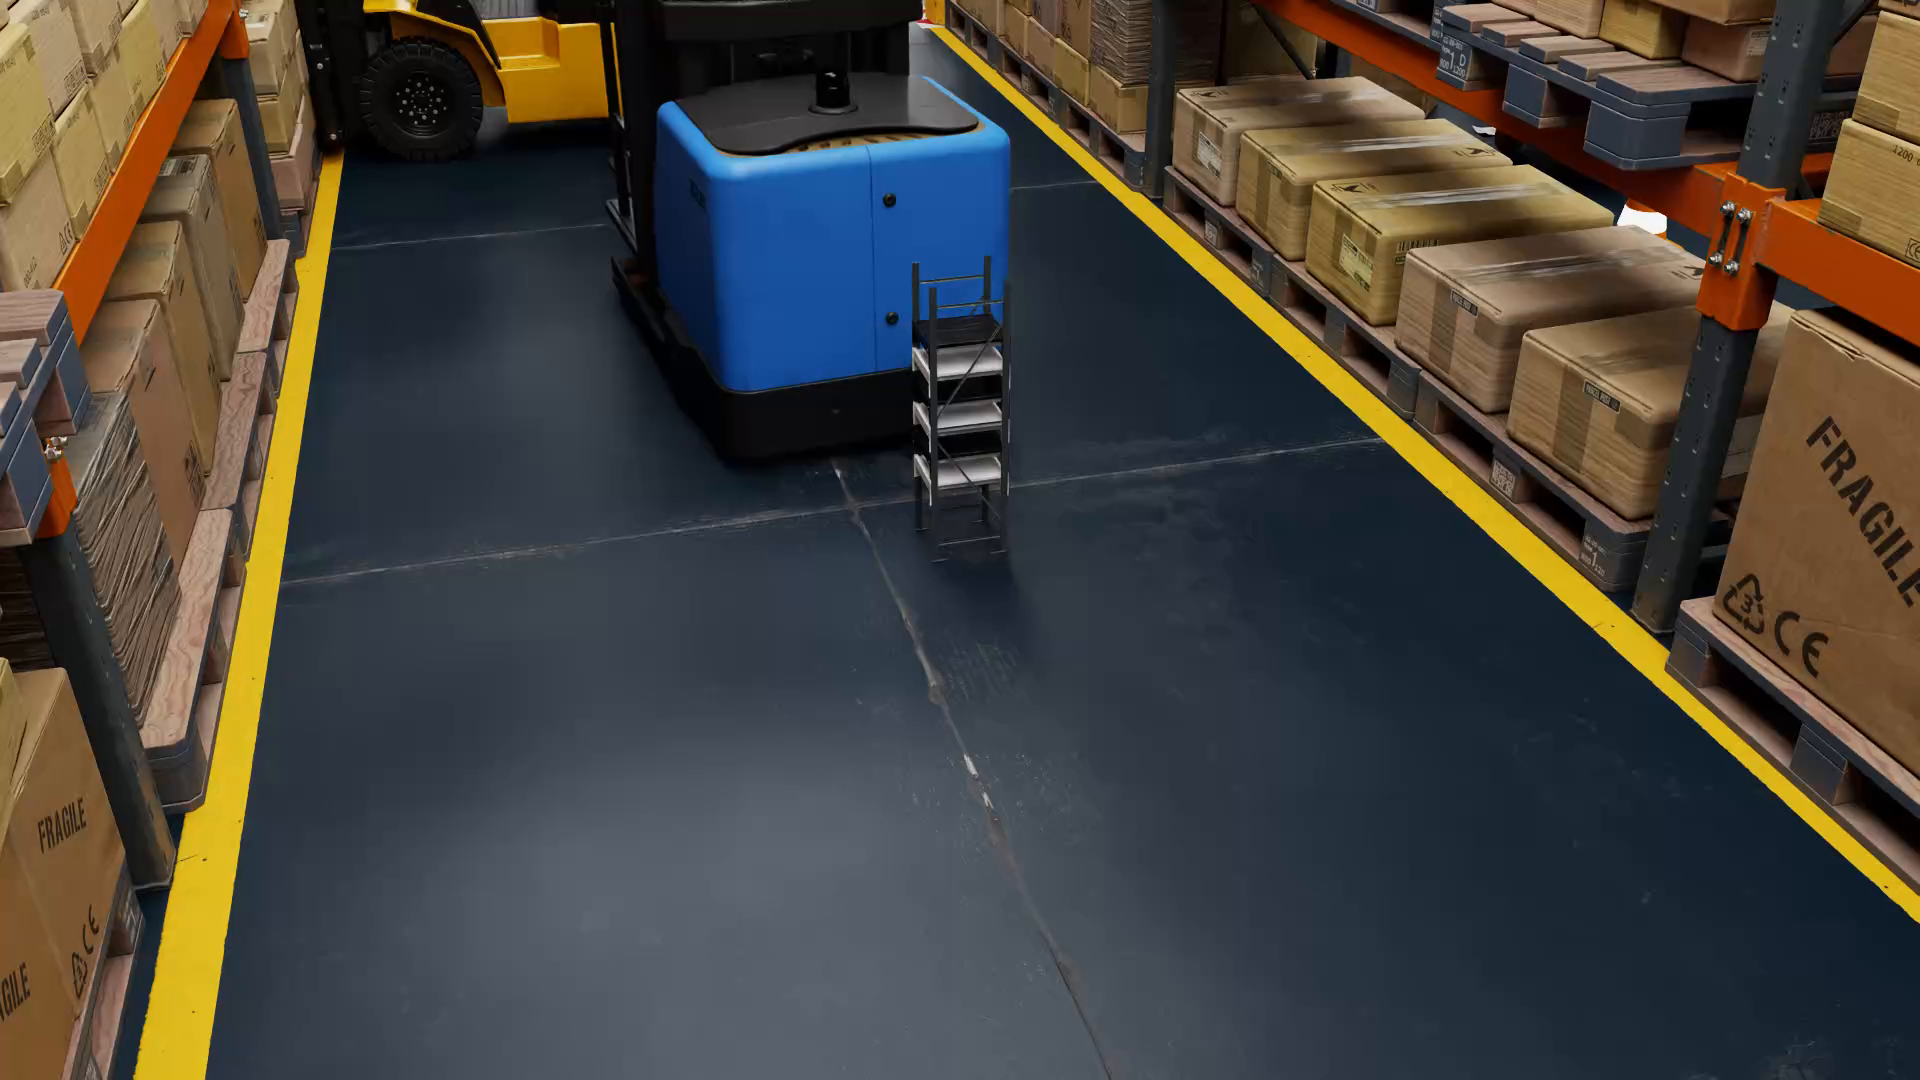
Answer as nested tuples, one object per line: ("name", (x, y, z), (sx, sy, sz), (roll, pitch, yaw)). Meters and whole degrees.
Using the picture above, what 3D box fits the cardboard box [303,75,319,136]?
("cardboard box", (-3.500, -2.144, 8.285), (0.500, 0.250, 0.500), (-7, 31, -12))

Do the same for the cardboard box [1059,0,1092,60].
("cardboard box", (0.843, -2.859, 8.772), (0.500, 0.500, 0.500), (-7, 31, -12))

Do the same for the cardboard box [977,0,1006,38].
("cardboard box", (0.409, -3.297, 10.277), (0.500, 0.250, 0.500), (-7, 31, -11))

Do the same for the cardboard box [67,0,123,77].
("cardboard box", (-2.463, -1.349, 4.236), (0.500, 0.250, 0.500), (-9, 31, -15))

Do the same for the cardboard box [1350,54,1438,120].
("cardboard box", (2.423, -2.665, 9.352), (0.500, 0.500, 0.500), (13, 32, 21))

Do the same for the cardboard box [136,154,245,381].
("cardboard box", (-3.041, -0.913, 5.784), (0.875, 0.625, 0.625), (-8, 31, -14))

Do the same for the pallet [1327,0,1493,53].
("pallet", (1.892, -1.983, 5.872), (1.003, 0.211, 1.213), (-8, 31, -13))

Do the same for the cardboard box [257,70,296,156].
("cardboard box", (-3.220, -1.868, 7.309), (0.500, 0.250, 0.500), (-8, 31, -14))

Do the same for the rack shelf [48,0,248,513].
("rack shelf", (-2.858, -1.108, 4.888), (1.077, 0.370, 4.000), (-8, 31, -13))

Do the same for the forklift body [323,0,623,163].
("forklift body", (-2.189, -3.276, 8.764), (2.313, 2.155, 1.214), (-8, 31, -13))

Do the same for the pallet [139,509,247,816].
("pallet", (-2.508, 0.351, 4.433), (1.003, 0.211, 1.213), (-8, 31, -13))

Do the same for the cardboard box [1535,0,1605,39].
("cardboard box", (1.892, -1.551, 4.766), (0.380, 0.149, 0.250), (-8, 31, -14))

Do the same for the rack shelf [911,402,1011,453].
("rack shelf", (0.002, -0.357, 5.034), (0.258, 0.077, 0.200), (-8, 31, -13))

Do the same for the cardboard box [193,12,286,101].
("cardboard box", (-3.215, -2.085, 7.185), (0.500, 0.250, 0.500), (-8, 31, -14))

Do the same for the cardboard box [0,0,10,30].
("cardboard box", (-2.200, -1.099, 3.407), (0.380, 0.149, 0.250), (-7, 31, -12))

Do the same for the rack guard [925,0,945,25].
("rack guard", (0.354, -3.860, 11.420), (1.175, 0.500, 0.348), (-8, 31, -13))

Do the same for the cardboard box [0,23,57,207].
("cardboard box", (-2.186, -0.855, 3.383), (0.500, 0.250, 0.500), (-8, 31, -13))

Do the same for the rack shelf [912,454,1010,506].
("rack shelf", (0.002, -0.201, 5.125), (0.258, 0.077, 0.200), (-8, 31, -13))

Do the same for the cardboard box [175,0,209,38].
("cardboard box", (-2.864, -1.870, 5.635), (0.500, 0.250, 0.500), (-8, 31, -14))

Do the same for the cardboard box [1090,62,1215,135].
("cardboard box", (0.979, -2.288, 8.535), (0.500, 0.250, 0.500), (-6, 31, -11))

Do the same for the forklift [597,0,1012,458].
("forklift", (-0.823, -2.267, 6.240), (1.130, 2.935, 3.031), (-11, 32, -18))

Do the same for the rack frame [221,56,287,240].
("rack frame", (-3.389, -2.385, 6.376), (1.000, 3.000, 0.127), (-8, 31, -13))

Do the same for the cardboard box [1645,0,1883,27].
("cardboard box", (2.068, -1.651, 4.293), (0.500, 0.500, 0.500), (-9, 31, -15))

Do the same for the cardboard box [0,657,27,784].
("cardboard box", (-1.952, 0.371, 3.043), (0.380, 0.149, 0.250), (-9, 31, -16))

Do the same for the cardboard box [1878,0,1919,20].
("cardboard box", (2.352, -1.320, 3.439), (0.500, 0.500, 0.500), (-9, 31, -15))

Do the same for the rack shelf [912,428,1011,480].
("rack shelf", (0.002, -0.279, 5.080), (0.258, 0.077, 0.200), (-8, 31, -13))

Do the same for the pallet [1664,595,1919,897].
("pallet", (2.594, 0.483, 4.205), (1.003, 0.211, 1.213), (-8, 31, -13))

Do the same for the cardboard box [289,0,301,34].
("cardboard box", (-3.484, -2.572, 8.027), (0.500, 0.250, 0.500), (-7, 31, -12))

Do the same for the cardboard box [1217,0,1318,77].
("cardboard box", (1.499, -2.684, 8.470), (0.500, 0.500, 0.500), (-6, 31, -11))

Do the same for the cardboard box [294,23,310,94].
("cardboard box", (-3.478, -2.355, 8.151), (0.500, 0.250, 0.500), (-8, 31, -14))

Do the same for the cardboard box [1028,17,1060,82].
("cardboard box", (0.698, -2.790, 9.402), (0.500, 0.250, 0.500), (-7, 31, -13))

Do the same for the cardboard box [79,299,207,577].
("cardboard box", (-2.661, -0.225, 4.595), (0.875, 0.625, 0.625), (-7, 31, -12))

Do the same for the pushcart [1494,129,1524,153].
("pushcart", (3.580, -2.239, 8.742), (1.648, 0.377, 0.936), (-20, 35, -30))

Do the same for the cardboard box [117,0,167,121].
("cardboard box", (-2.618, -1.377, 4.785), (0.500, 0.250, 0.500), (-7, 31, -12))

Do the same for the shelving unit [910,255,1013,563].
("shelving unit", (0.002, -0.386, 5.018), (0.258, 0.900, 0.210), (-8, 31, -13))

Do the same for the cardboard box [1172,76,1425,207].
("cardboard box", (1.537, -1.838, 7.636), (0.950, 0.372, 0.625), (-7, 31, -13))

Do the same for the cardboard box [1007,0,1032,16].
("cardboard box", (0.556, -3.362, 9.641), (0.500, 0.500, 0.500), (-7, 31, -12))

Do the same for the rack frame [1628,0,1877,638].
("rack frame", (2.457, -1.115, 4.182), (1.000, 3.000, 0.127), (-8, 31, -13))

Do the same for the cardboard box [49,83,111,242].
("cardboard box", (-2.338, -0.879, 3.923), (0.500, 0.250, 0.500), (-9, 31, -14))

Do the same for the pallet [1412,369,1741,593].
("pallet", (2.251, -0.286, 5.533), (1.003, 0.211, 1.213), (-8, 31, -13))

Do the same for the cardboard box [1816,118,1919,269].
("cardboard box", (2.344, -0.780, 3.753), (0.500, 0.250, 0.500), (-8, 31, -14))

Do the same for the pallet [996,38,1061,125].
("pallet", (0.856, -2.750, 9.790), (1.003, 0.211, 1.213), (-8, 31, -13))

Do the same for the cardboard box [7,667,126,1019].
("cardboard box", (-2.008, 0.623, 3.256), (0.500, 0.500, 0.500), (-7, 31, -12))

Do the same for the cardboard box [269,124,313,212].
("cardboard box", (-3.198, -1.654, 7.440), (0.500, 0.250, 0.500), (-8, 31, -13))

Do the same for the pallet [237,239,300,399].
("pallet", (-3.156, -0.828, 6.469), (1.003, 0.211, 1.213), (-8, 31, -13))

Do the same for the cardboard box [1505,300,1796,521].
("cardboard box", (2.317, -0.434, 5.209), (0.950, 0.372, 0.625), (-10, 32, -17))

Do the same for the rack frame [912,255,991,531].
("rack frame", (-0.025, -0.435, 5.103), (0.240, 0.900, 0.006), (-8, 31, -13))

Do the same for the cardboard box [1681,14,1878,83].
("cardboard box", (2.143, -1.315, 4.359), (0.380, 0.149, 0.250), (-7, 31, -11))

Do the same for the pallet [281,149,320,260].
("pallet", (-3.560, -1.568, 7.748), (1.003, 0.211, 1.213), (-8, 31, -13))

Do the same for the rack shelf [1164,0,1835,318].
("rack shelf", (1.926, -1.770, 6.031), (1.077, 0.370, 4.000), (-8, 31, -13))

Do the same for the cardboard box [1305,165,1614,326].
("cardboard box", (1.917, -1.156, 6.457), (0.950, 0.372, 0.625), (-7, 31, -12))

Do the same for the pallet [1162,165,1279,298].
("pallet", (1.603, -1.464, 7.569), (1.003, 0.211, 1.213), (-8, 31, -13))
